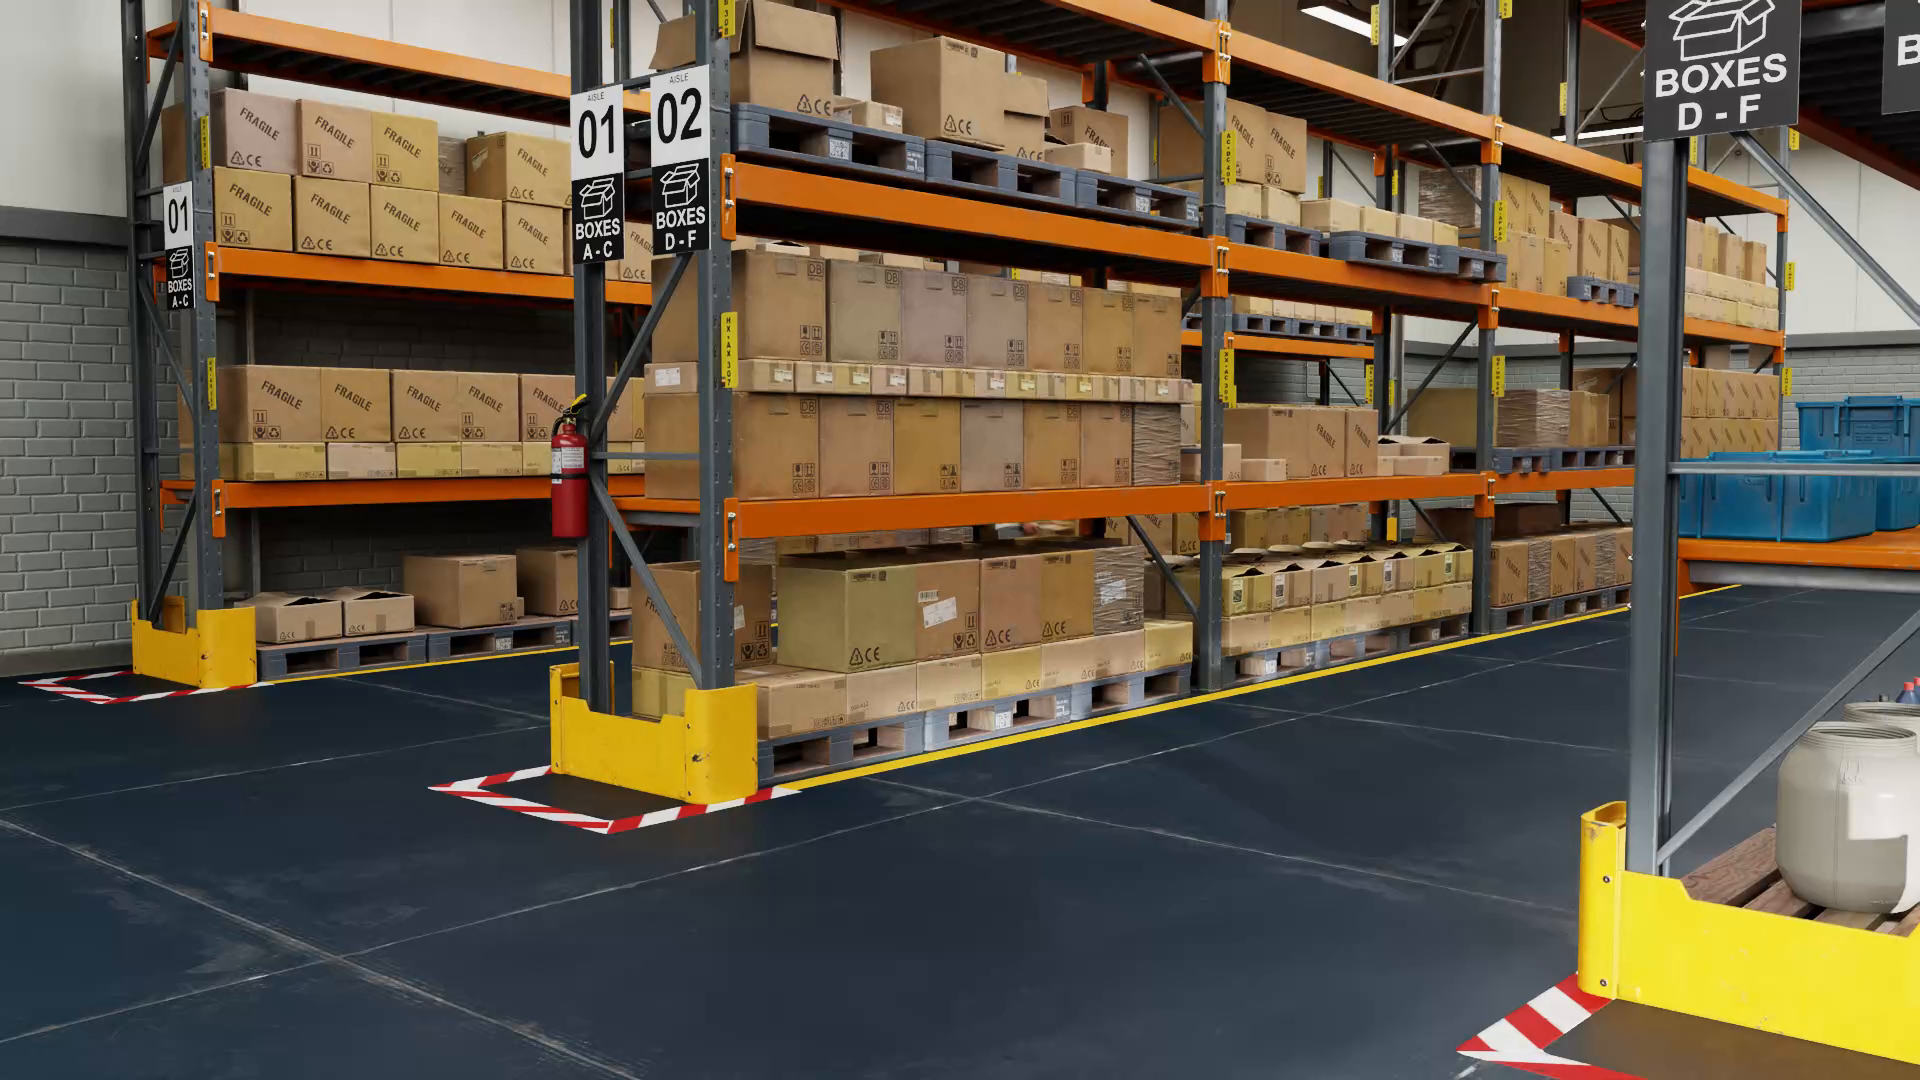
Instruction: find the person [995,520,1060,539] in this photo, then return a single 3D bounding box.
[{"bbox_3d":[0.518,-0.093,12.950,0.470,1.779,0.546,3,5,40],"label":"person"}]
